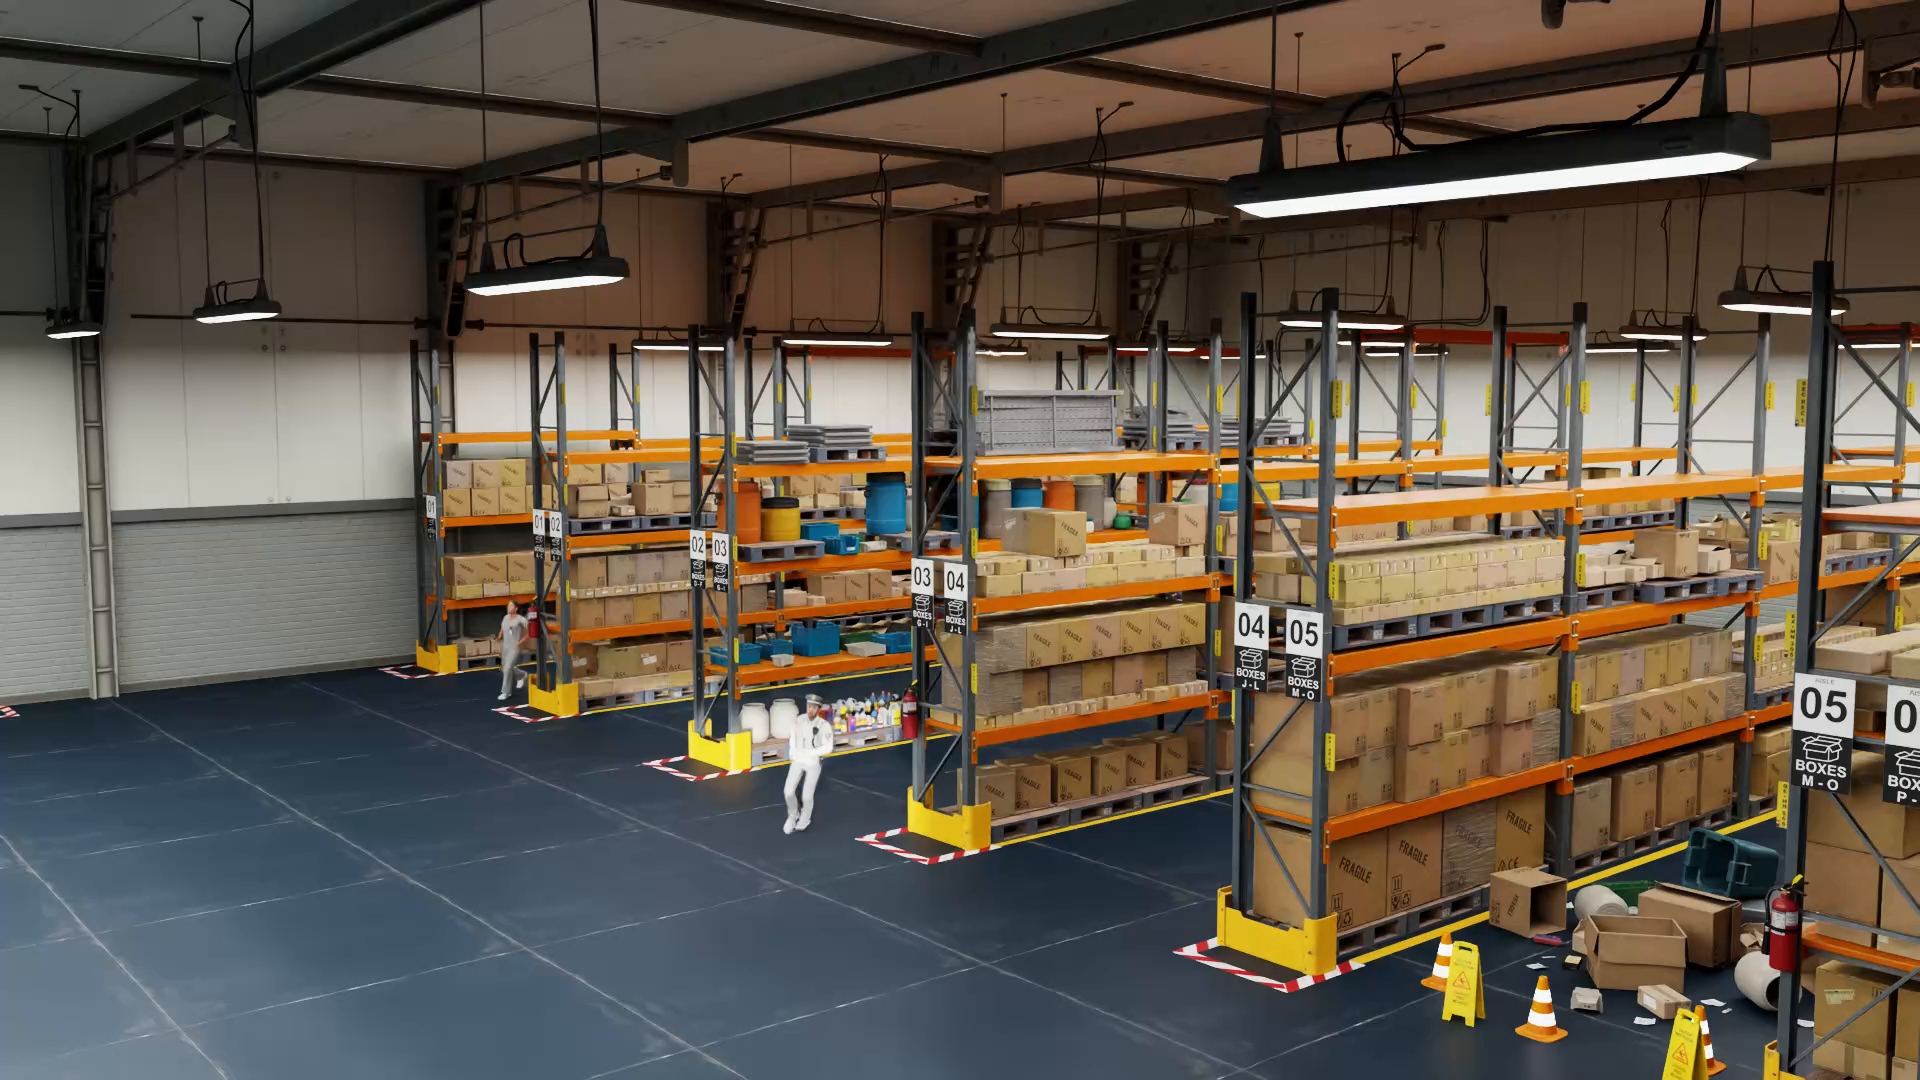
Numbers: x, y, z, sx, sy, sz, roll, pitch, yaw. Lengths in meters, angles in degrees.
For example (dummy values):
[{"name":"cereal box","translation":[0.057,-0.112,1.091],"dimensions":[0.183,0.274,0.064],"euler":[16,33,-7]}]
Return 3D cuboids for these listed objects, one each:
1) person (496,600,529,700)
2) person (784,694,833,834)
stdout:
[{"name":"person","translation":[-7.382,1.801,27.661],"dimensions":[0.588,1.647,0.711],"euler":[3,6,27]},{"name":"person","translation":[-1.735,2.572,19.131],"dimensions":[0.629,1.661,0.618],"euler":[1,5,15]}]
